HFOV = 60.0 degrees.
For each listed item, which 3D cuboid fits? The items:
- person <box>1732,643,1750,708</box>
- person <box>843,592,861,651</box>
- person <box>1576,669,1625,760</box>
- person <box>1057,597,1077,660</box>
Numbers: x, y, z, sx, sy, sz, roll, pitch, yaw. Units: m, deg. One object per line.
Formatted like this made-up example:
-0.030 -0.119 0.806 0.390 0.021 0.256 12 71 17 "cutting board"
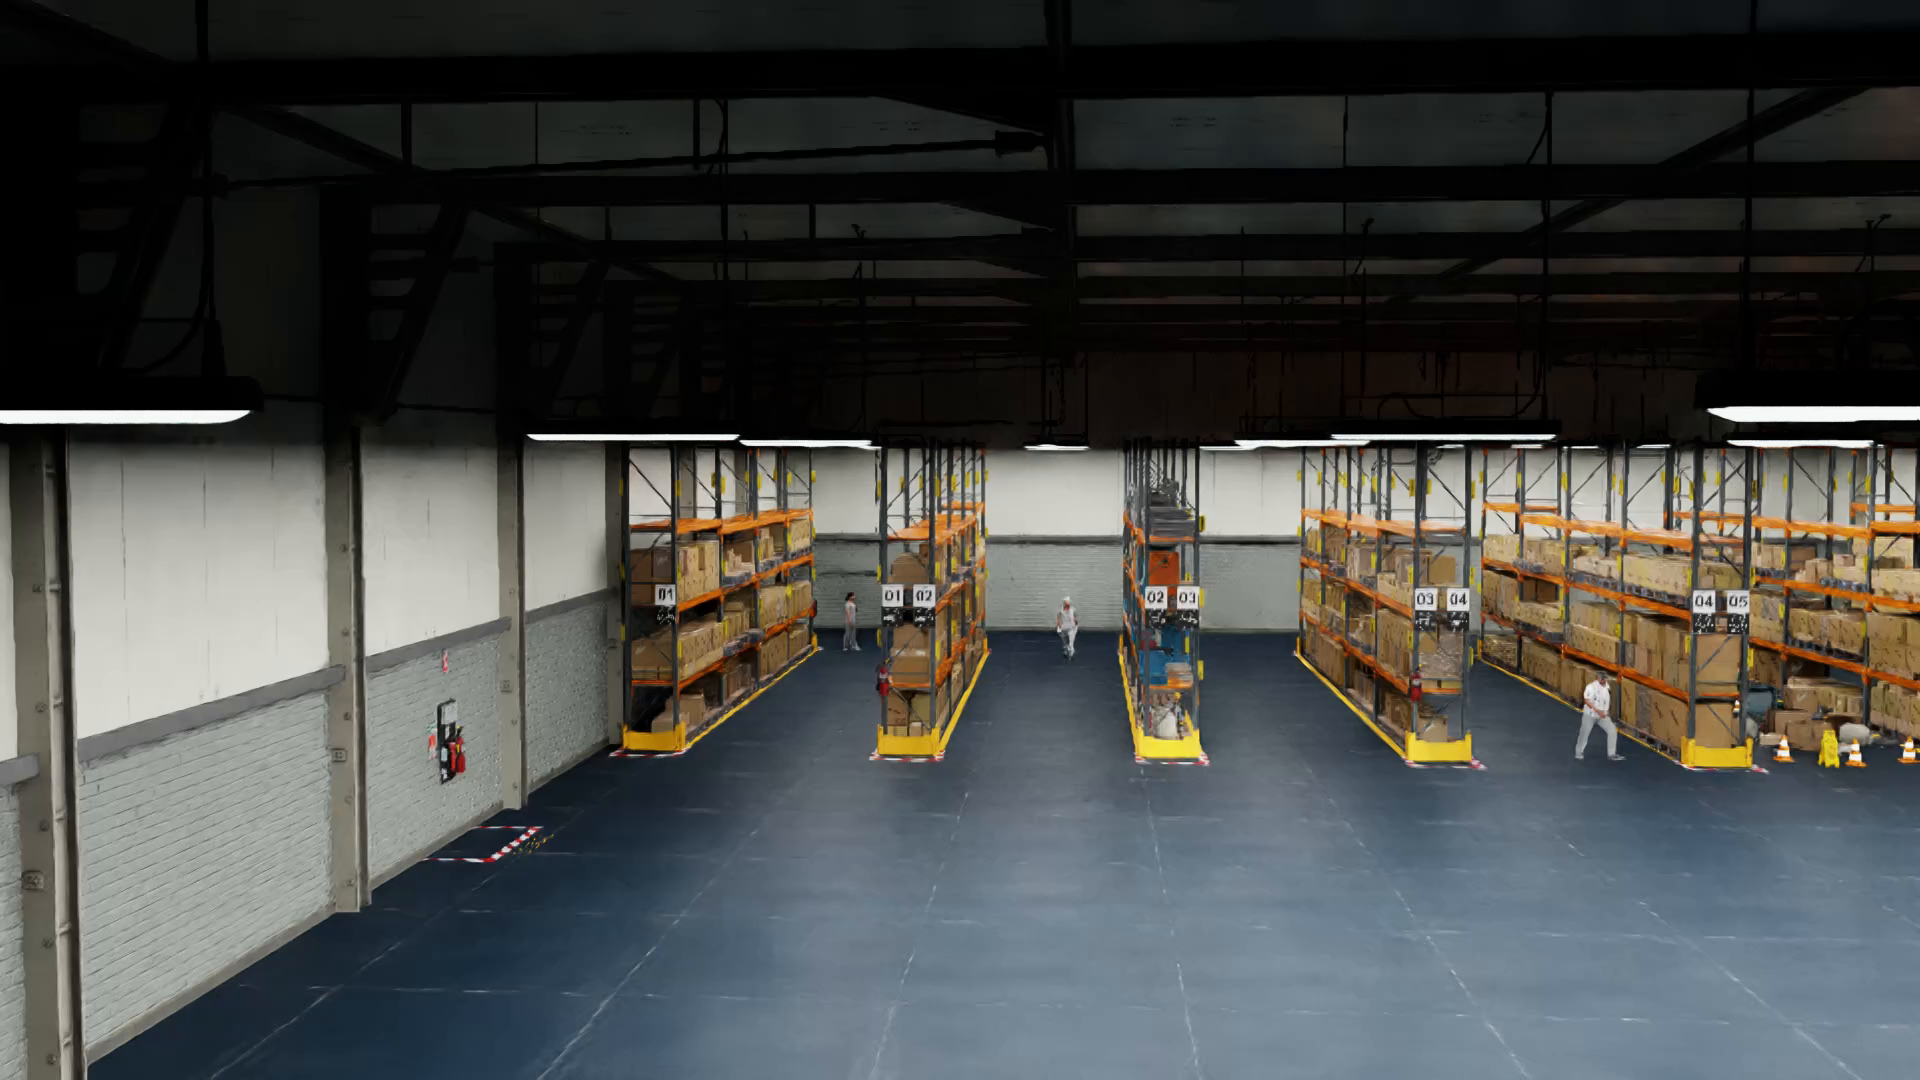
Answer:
17.150 2.857 36.604 0.571 1.786 0.648 2 4 31 "person"
-3.136 2.323 47.707 0.417 1.674 0.544 1 3 24 "person"
11.811 3.223 30.798 0.692 1.695 0.788 -1 3 -16 "person"
2.947 2.406 45.788 0.553 1.709 1.123 0 3 7 "person"
